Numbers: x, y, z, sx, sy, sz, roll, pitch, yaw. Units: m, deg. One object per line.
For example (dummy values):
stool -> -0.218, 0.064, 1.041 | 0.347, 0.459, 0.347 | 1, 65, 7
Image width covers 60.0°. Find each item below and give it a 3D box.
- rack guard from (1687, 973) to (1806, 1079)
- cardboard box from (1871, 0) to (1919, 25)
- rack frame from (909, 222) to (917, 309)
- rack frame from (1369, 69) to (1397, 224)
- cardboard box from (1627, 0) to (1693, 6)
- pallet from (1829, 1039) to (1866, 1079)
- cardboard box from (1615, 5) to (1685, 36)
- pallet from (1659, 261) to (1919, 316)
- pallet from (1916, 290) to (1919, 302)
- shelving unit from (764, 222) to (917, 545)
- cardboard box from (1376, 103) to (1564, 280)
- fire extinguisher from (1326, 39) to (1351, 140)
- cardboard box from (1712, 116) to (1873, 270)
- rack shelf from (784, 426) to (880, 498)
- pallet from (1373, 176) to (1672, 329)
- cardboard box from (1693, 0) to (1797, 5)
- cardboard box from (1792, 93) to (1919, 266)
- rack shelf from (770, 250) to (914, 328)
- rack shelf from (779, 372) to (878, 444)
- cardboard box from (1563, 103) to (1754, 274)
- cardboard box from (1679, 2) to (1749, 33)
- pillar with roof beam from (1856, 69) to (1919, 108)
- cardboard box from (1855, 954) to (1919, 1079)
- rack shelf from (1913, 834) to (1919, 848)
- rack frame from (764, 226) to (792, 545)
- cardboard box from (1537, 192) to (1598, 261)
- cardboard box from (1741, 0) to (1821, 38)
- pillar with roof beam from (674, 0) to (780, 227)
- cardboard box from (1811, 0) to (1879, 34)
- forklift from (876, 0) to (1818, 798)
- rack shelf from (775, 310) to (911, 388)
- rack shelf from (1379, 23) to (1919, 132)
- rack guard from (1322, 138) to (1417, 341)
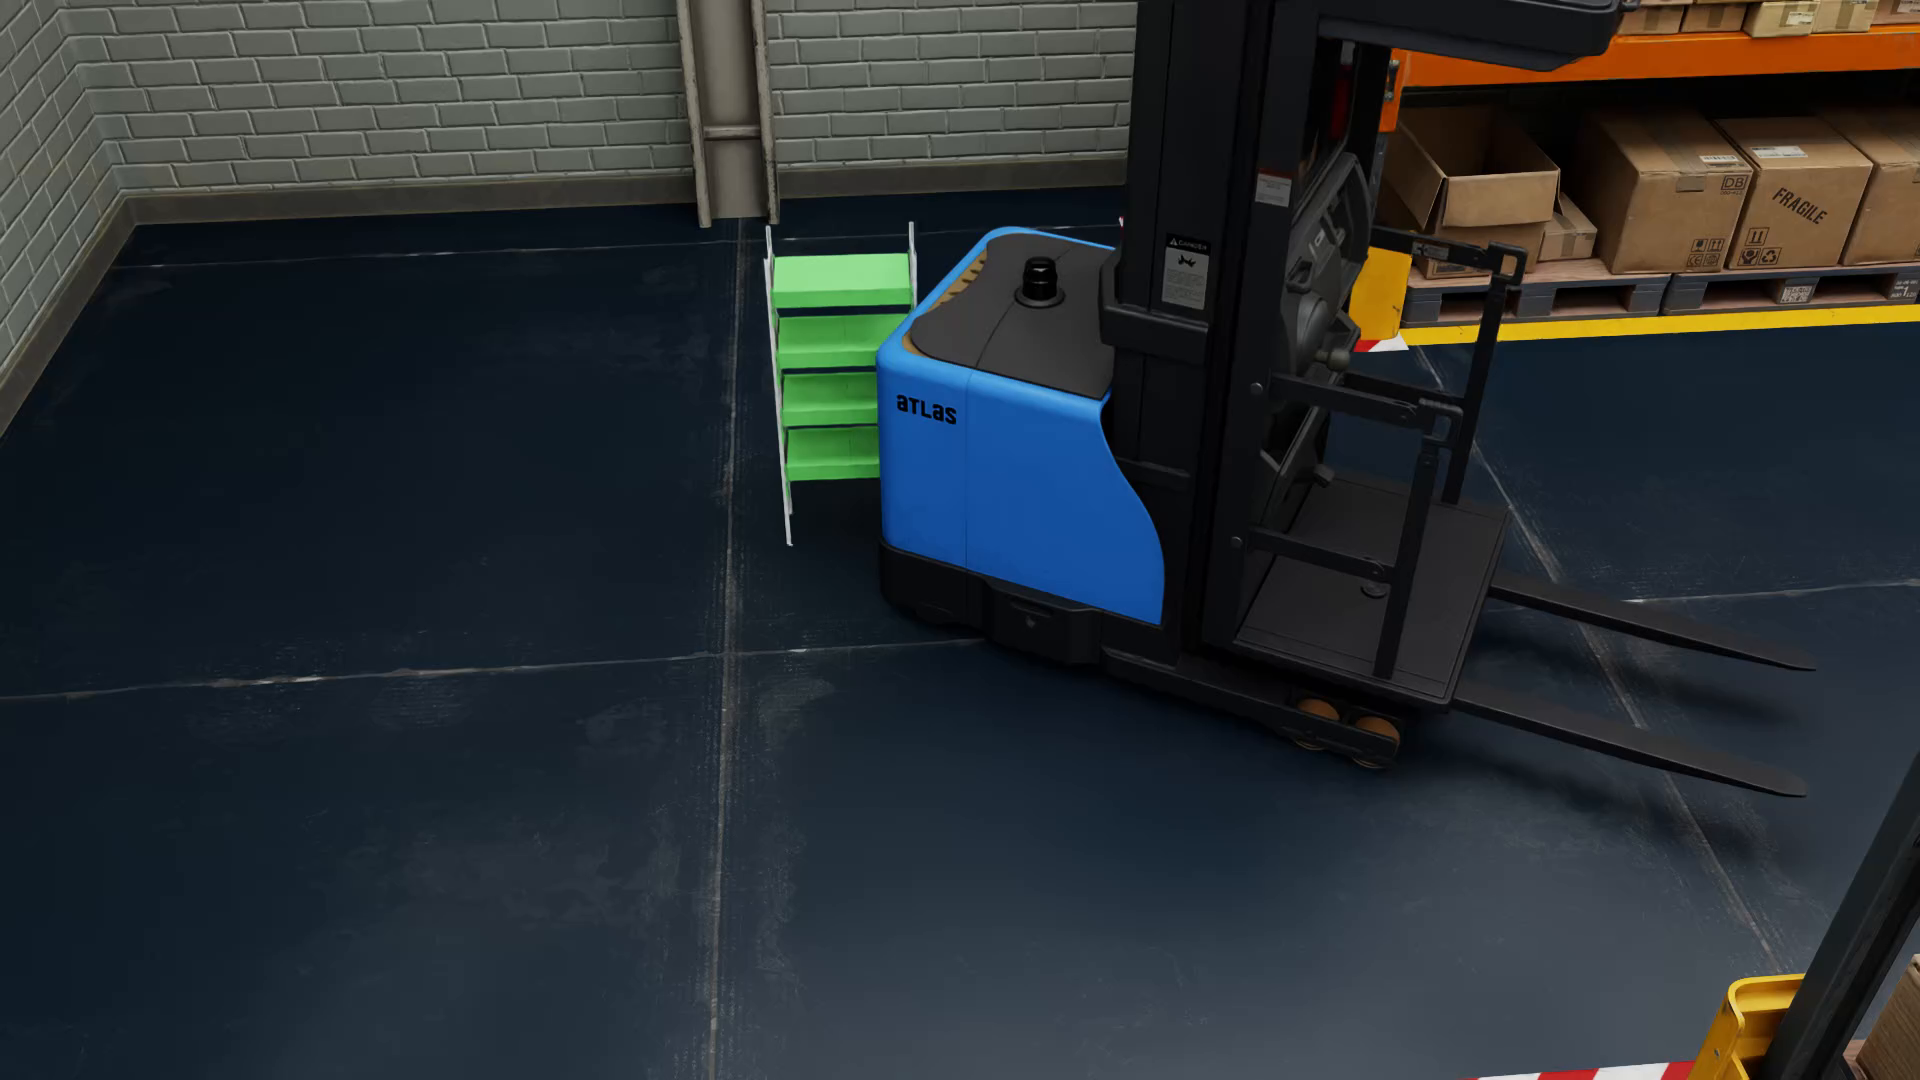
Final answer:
rack guard -> 2.082, 1.628, 3.784 | 0.348, 0.500, 1.175 | -3, 38, -4
cardboard box -> 3.813, -2.291, 6.935 | 0.250, 0.149, 0.380 | -3, 38, -4
rack frame -> -0.160, -0.545, 5.972 | 0.015, 1.200, 0.240 | -2, 38, -3
rack frame -> 1.662, -2.417, 6.892 | 0.127, 3.000, 1.000 | -3, 38, -4
cardboard box -> 2.640, -2.362, 6.703 | 0.500, 0.250, 0.500 | -3, 38, -3
pallet -> 2.895, 1.648, 3.992 | 1.213, 0.211, 1.003 | -3, 38, -4
cardboard box -> 2.779, -2.222, 6.847 | 0.250, 0.149, 0.380 | -2, 38, -3
pallet -> 3.744, -1.436, 7.900 | 1.213, 0.211, 1.003 | -3, 38, -4
pallet -> 4.962, -1.505, 7.987 | 1.213, 0.211, 1.003 | -3, 38, -4
shelving unit -> -0.403, -0.536, 5.960 | 0.503, 1.200, 0.258 | -2, 38, -3
cardboard box -> 2.280, -1.577, 7.504 | 0.637, 0.503, 0.797 | -5, 39, -6
fire extinguisher -> 1.557, -1.947, 6.660 | 0.183, 0.674, 0.296 | -3, 38, -4
cardboard box -> 3.670, -1.566, 7.492 | 0.500, 0.500, 0.500 | -2, 38, -3
rack shelf -> -0.403, -0.297, 6.148 | 0.480, 0.148, 0.258 | -2, 38, -3
pallet -> 2.532, -1.371, 7.817 | 1.213, 0.211, 1.003 | -3, 38, -4
cardboard box -> 3.145, -2.392, 6.740 | 0.500, 0.250, 0.500 | -4, 38, -5
cardboard box -> 4.169, -1.656, 7.606 | 0.500, 0.500, 0.700 | -5, 38, -6
rack shelf -> -0.403, -0.862, 5.702 | 0.480, 0.148, 0.258 | -2, 38, -3
rack shelf -> -0.403, -0.485, 6.000 | 0.480, 0.148, 0.258 | -2, 38, -3
cardboard box -> 3.135, -1.599, 7.534 | 0.500, 0.500, 0.700 | -2, 38, -2
cardboard box -> 3.043, -2.240, 6.870 | 0.250, 0.149, 0.380 | -3, 38, -3
pillar with roof beam -> 5.254, -2.854, 2.602 | 0.400, 9.000, 9.100 | -3, 38, -4
cardboard box -> 2.754, 1.388, 3.799 | 0.875, 0.438, 0.875 | -4, 38, -6
rack shelf -> 4.098, 0.818, 3.373 | 4.000, 0.370, 1.077 | -3, 38, -4
rack frame -> -0.647, -0.526, 5.948 | 0.015, 1.200, 0.240 | -2, 38, -3
cardboard box -> 2.706, -1.437, 7.613 | 0.250, 0.149, 0.380 | -5, 39, -6
cardboard box -> 3.302, -2.208, 6.829 | 0.250, 0.149, 0.380 | -4, 38, -5
pillar with roof beam -> -0.722, -2.525, 2.185 | 0.400, 9.000, 9.100 | -3, 38, -4
cardboard box -> 3.562, -2.235, 6.863 | 0.250, 0.149, 0.380 | -2, 38, -3
forklift -> 1.274, -0.797, 4.894 | 3.031, 2.935, 1.130 | 16, 41, 19
rack shelf -> -0.403, -0.674, 5.851 | 0.480, 0.148, 0.258 | -2, 38, -3
rack shelf -> 3.654, -2.245, 7.254 | 4.000, 0.370, 1.077 | -3, 38, -4
rack guard -> 1.738, -1.440, 7.672 | 0.348, 0.500, 1.175 | -3, 38, -4
